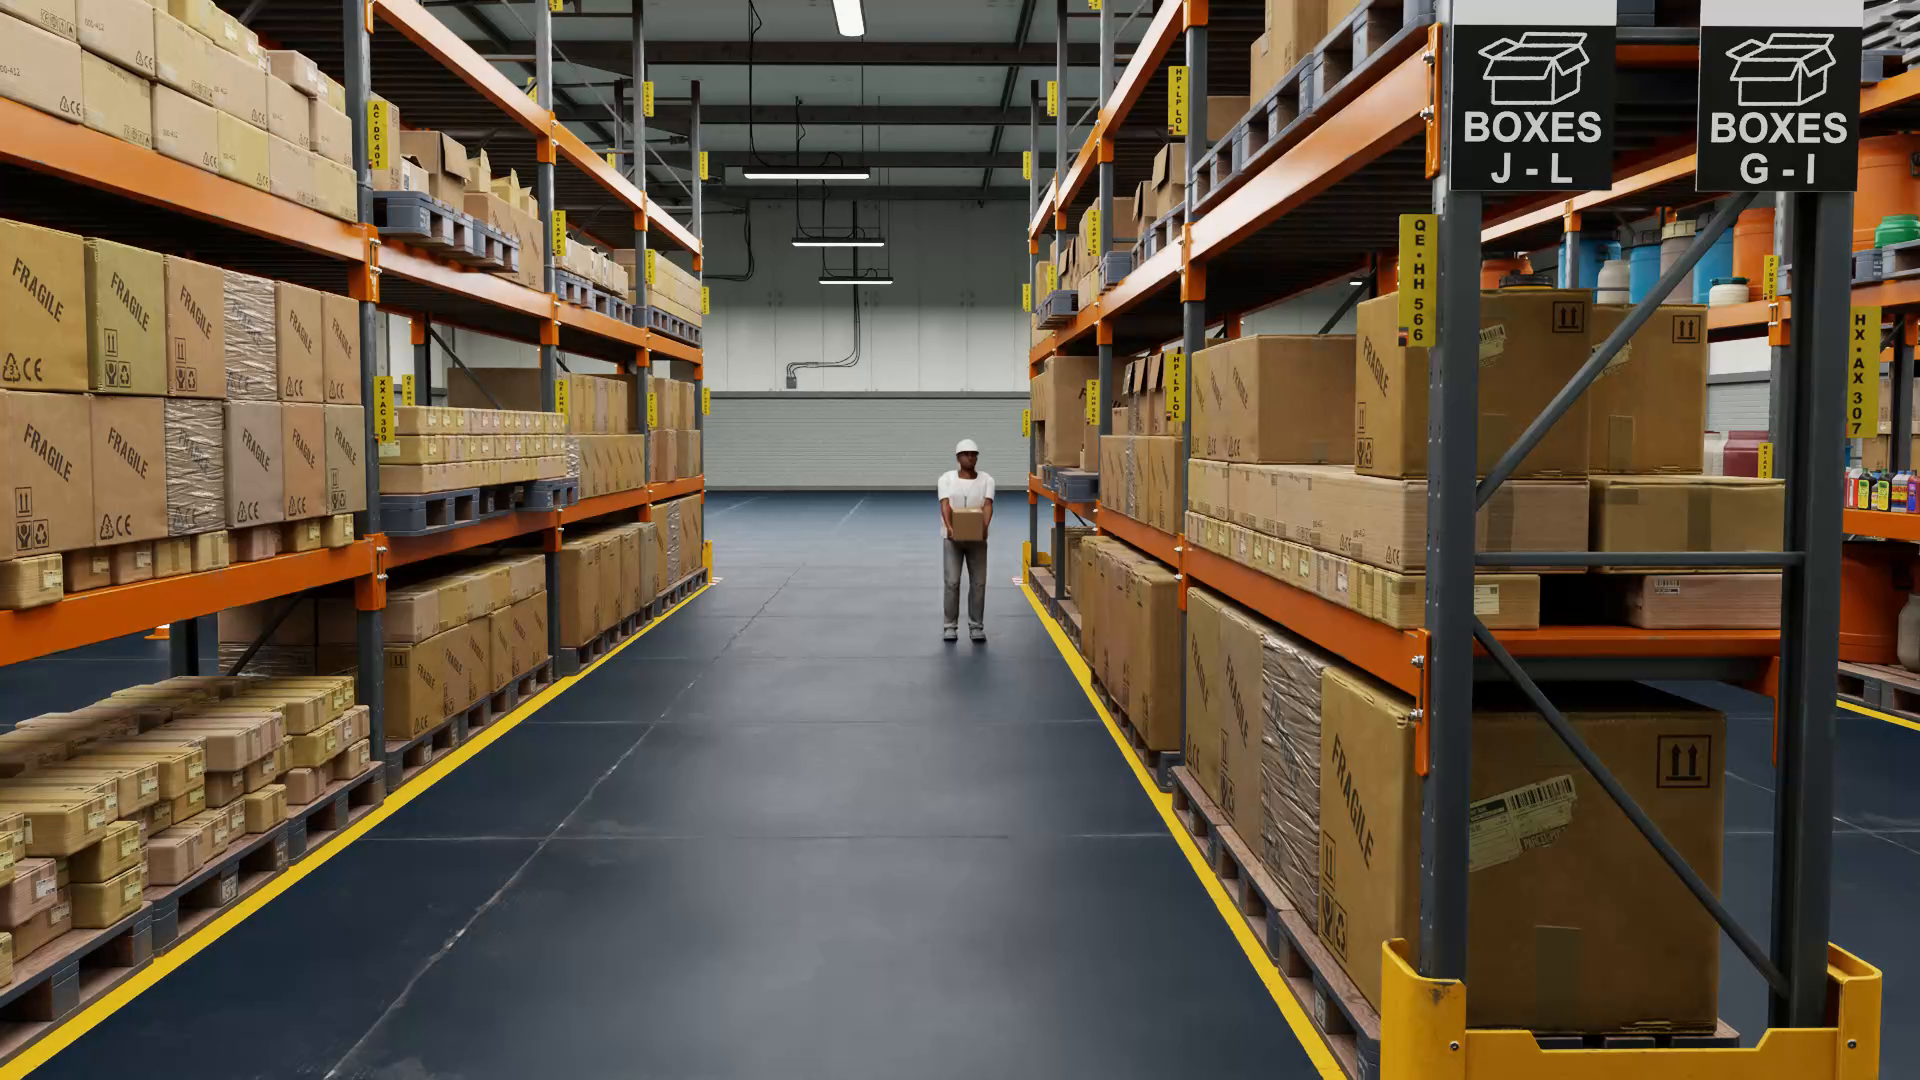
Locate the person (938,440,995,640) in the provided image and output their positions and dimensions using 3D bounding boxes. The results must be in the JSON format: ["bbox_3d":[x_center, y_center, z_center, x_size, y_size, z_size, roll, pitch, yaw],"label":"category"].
[{"bbox_3d":[0.066,0.000,14.601,0.503,1.760,0.576,0,4,-4],"label":"person"}]
